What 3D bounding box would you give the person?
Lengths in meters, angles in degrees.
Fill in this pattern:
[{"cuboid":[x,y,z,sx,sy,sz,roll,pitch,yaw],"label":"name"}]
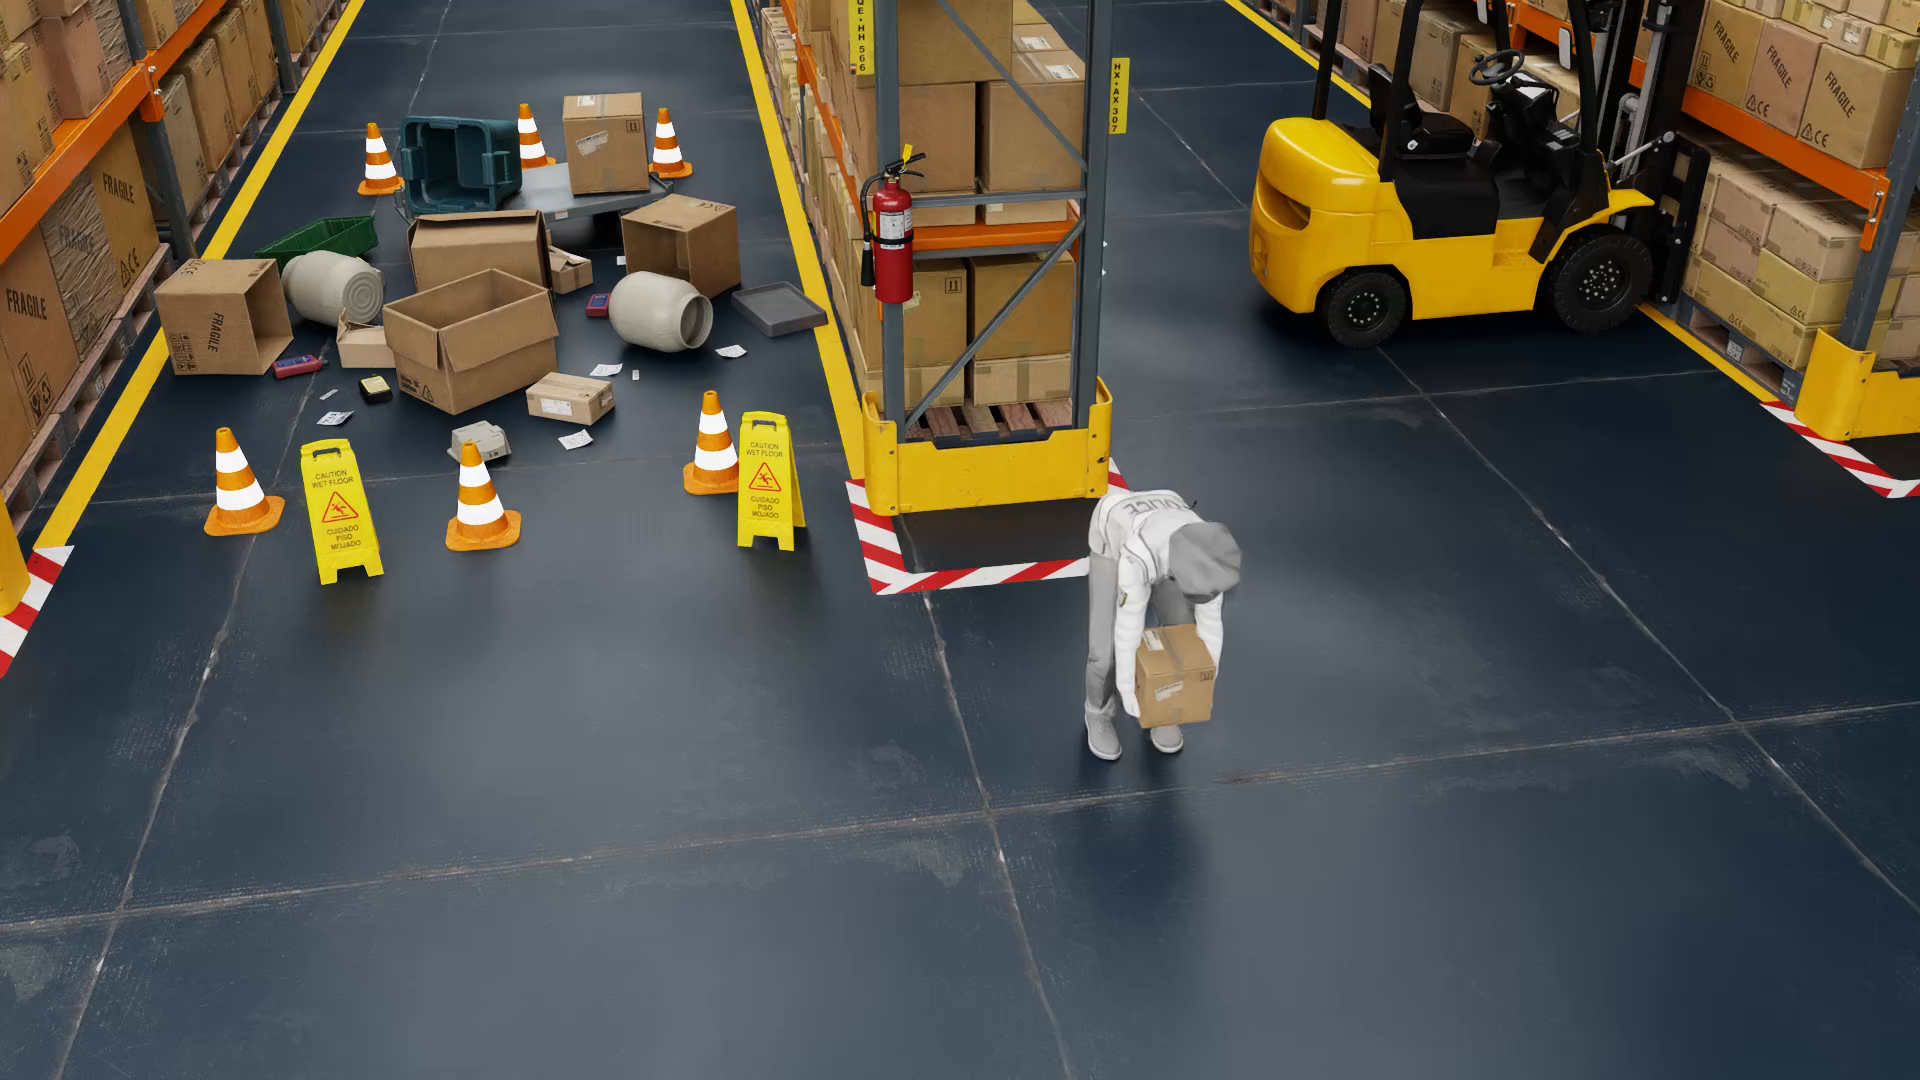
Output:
[{"cuboid":[0.719,0.342,5.968,0.411,1.251,0.906,-6,31,-10],"label":"person"}]
